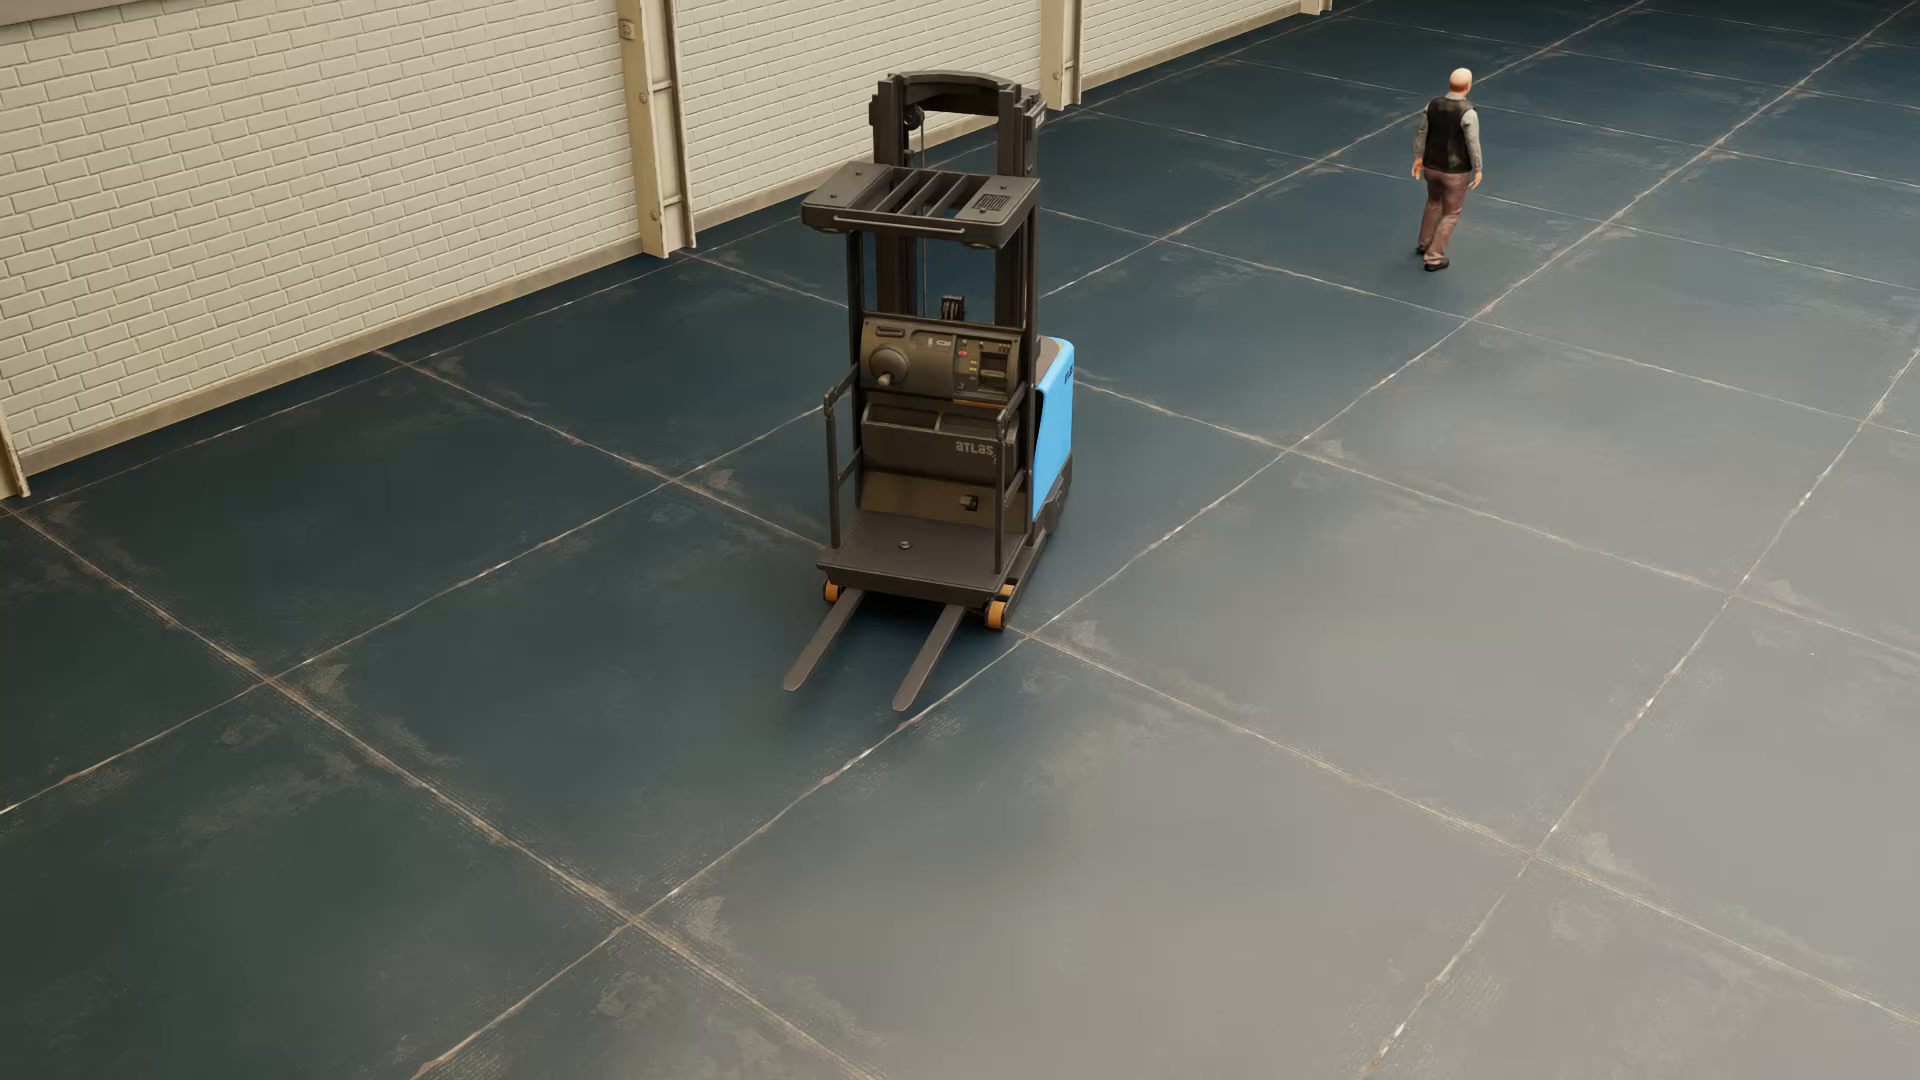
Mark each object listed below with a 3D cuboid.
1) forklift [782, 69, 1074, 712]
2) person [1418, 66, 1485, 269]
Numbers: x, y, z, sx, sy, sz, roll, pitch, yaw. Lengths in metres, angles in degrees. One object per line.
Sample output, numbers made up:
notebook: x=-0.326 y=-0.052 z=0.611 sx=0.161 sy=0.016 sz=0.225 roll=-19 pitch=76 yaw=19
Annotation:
forklift: x=-0.176 y=-0.972 z=9.258 sx=1.130 sy=2.935 sz=3.031 roll=9 pitch=31 yaw=14
person: x=4.234 y=-3.207 z=14.287 sx=0.519 sy=1.734 sz=0.618 roll=-22 pitch=37 yaw=-33
